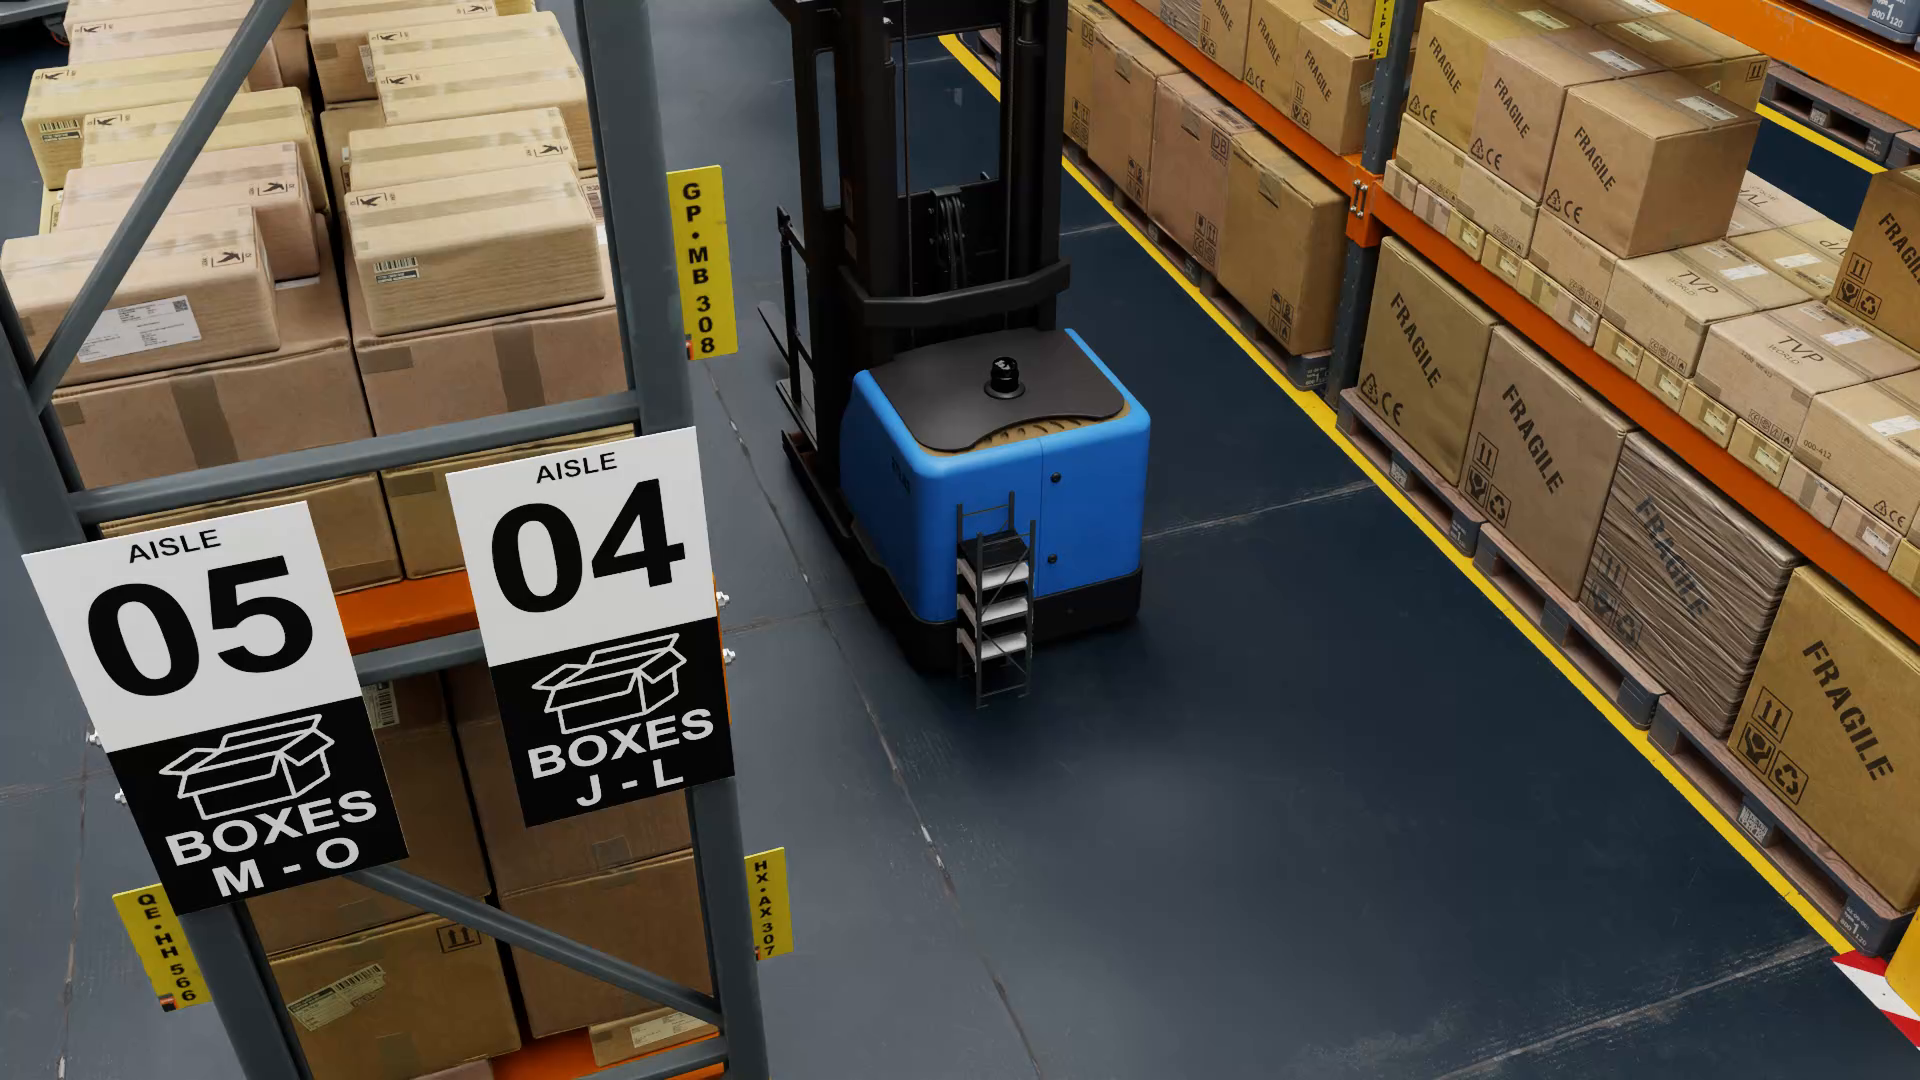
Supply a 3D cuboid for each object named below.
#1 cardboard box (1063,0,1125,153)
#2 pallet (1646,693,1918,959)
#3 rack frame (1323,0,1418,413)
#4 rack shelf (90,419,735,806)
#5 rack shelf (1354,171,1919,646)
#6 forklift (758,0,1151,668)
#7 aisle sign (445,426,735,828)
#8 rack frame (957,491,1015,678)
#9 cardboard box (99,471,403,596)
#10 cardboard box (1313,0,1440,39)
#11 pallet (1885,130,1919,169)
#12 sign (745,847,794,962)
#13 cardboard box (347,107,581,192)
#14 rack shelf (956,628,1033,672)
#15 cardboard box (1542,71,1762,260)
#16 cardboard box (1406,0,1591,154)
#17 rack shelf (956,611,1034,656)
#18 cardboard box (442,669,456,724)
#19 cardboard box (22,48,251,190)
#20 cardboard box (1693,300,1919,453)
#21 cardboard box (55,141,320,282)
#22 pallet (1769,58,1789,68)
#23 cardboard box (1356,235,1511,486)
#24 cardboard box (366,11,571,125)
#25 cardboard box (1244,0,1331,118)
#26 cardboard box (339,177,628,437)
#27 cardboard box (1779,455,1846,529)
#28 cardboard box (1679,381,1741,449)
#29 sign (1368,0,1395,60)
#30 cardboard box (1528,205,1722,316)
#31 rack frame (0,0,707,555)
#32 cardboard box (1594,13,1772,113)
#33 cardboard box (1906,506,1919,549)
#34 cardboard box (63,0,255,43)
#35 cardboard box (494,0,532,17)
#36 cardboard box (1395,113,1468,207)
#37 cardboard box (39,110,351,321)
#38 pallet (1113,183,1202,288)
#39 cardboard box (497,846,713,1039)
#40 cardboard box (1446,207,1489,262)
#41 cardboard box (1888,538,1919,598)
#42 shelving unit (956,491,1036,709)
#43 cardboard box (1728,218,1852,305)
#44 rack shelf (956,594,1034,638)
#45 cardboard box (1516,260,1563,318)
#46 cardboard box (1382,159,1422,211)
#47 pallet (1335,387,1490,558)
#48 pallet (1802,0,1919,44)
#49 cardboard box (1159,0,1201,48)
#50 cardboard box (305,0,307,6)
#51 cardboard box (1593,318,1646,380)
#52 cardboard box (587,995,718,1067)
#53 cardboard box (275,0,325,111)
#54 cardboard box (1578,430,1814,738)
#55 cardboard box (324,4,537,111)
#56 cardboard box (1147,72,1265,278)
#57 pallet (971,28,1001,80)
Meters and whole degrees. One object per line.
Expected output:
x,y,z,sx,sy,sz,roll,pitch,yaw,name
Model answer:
1.238,-3.182,10.898,1.225,0.875,0.875,-14,39,-18,cardboard box
3.424,0.940,6.326,1.003,0.211,1.213,-12,39,-16,pallet
2.396,-1.998,7.909,1.000,3.000,0.127,-12,39,-16,rack frame
-1.607,-0.809,4.435,1.077,0.370,4.000,-12,39,-16,rack shelf
3.085,-0.580,6.625,1.077,0.370,4.000,-12,39,-16,rack shelf
-0.233,-1.523,7.336,1.130,2.935,3.031,-13,39,-17,forklift
-0.612,0.173,2.867,0.394,0.787,0.004,-12,39,-16,aisle sign
0.102,0.194,6.745,0.240,0.900,0.006,-13,39,-17,rack frame
-1.324,-0.108,3.032,0.500,0.250,0.500,-13,39,-17,cardboard box
2.169,-2.797,8.054,0.797,0.503,0.637,-13,39,-17,cardboard box
6.820,-2.354,10.699,1.003,0.211,1.213,-12,39,-16,pallet
-0.410,0.774,3.510,0.100,0.325,0.005,-12,39,-16,sign
-0.888,-0.643,2.995,0.380,0.149,0.250,-11,38,-14,cardboard box
0.140,0.421,6.798,0.258,0.077,0.200,-13,39,-17,rack shelf
2.667,-1.460,6.449,0.500,0.500,0.500,-14,39,-17,cardboard box
2.321,-2.032,7.209,0.500,0.500,0.500,-12,39,-16,cardboard box
0.140,0.349,6.744,0.258,0.077,0.200,-13,39,-17,rack shelf
-1.484,0.181,3.856,0.500,0.500,0.500,-14,39,-17,cardboard box
-1.584,-0.823,3.235,0.380,0.149,0.250,-12,39,-15,cardboard box
3.007,-0.590,5.917,0.500,0.250,0.500,-14,39,-17,cardboard box
-1.322,-0.547,2.868,0.380,0.149,0.250,-12,39,-15,cardboard box
5.981,-3.732,12.529,1.003,0.211,1.213,-12,39,-16,pallet
2.548,-0.927,7.905,0.875,0.875,0.875,-12,39,-16,cardboard box
-0.995,-0.949,3.401,0.380,0.149,0.250,-12,39,-15,cardboard box
1.815,-2.526,8.527,0.500,0.500,0.500,-11,38,-15,cardboard box
-0.830,-0.413,3.022,0.500,0.250,0.500,-12,39,-15,cardboard box
3.079,-0.201,5.732,0.380,0.149,0.250,-12,39,-15,cardboard box
2.898,-0.494,6.121,0.380,0.149,0.250,-12,39,-16,cardboard box
1.890,-2.311,7.428,0.100,0.325,0.005,-12,39,-16,sign
2.662,-1.163,6.679,0.500,0.250,0.500,-12,38,-15,cardboard box
-0.919,-1.164,1.816,1.000,3.000,0.127,-12,39,-16,rack frame
2.974,-1.868,6.991,0.500,0.500,0.500,-12,39,-15,cardboard box
3.357,-0.016,5.155,0.500,0.250,0.500,-13,39,-17,cardboard box
-1.720,-1.122,3.631,0.380,0.149,0.250,-12,39,-15,cardboard box
-1.185,-1.241,3.790,0.380,0.149,0.250,-11,38,-15,cardboard box
2.312,-1.737,7.440,0.500,0.250,0.500,-13,39,-17,cardboard box
-1.494,-0.602,3.272,0.500,0.250,0.500,-13,39,-17,cardboard box
1.636,-1.994,10.222,1.003,0.211,1.213,-12,39,-16,pallet
-0.814,0.762,3.914,0.500,0.500,0.500,-11,38,-14,cardboard box
2.367,-1.364,7.277,0.380,0.149,0.250,-11,38,-14,cardboard box
3.250,0.083,5.356,0.380,0.149,0.250,-12,39,-15,cardboard box
0.140,0.250,6.670,0.258,0.900,0.210,-13,39,-17,shelving unit
3.322,-0.994,6.454,0.500,0.250,0.500,-13,39,-17,cardboard box
0.140,0.277,6.690,0.258,0.077,0.200,-13,39,-17,rack shelf
2.548,-1.071,6.888,0.380,0.149,0.250,-13,39,-17,cardboard box
2.186,-1.661,7.671,0.380,0.149,0.250,-12,39,-16,cardboard box
2.585,-0.438,8.156,1.003,0.211,1.213,-12,39,-16,pallet
3.084,-2.008,5.503,1.003,0.211,1.213,-12,39,-16,pallet
1.461,-3.104,9.294,0.500,0.500,0.500,-12,39,-16,cardboard box
-1.546,-1.568,4.554,0.500,0.250,0.500,-11,38,-14,cardboard box
2.724,-0.781,6.502,0.380,0.149,0.250,-14,39,-17,cardboard box
-0.723,1.081,4.030,0.380,0.149,0.250,-13,39,-16,cardboard box
-1.830,-1.180,4.039,0.500,0.250,0.500,-14,39,-18,cardboard box
3.164,0.084,6.562,0.875,0.875,0.875,-12,39,-16,cardboard box
-1.169,-0.990,3.788,0.500,0.250,0.500,-12,39,-15,cardboard box
1.849,-2.179,9.566,1.225,0.875,0.875,-14,39,-18,cardboard box
0.752,-3.585,12.334,1.003,0.211,1.213,-12,39,-16,pallet
